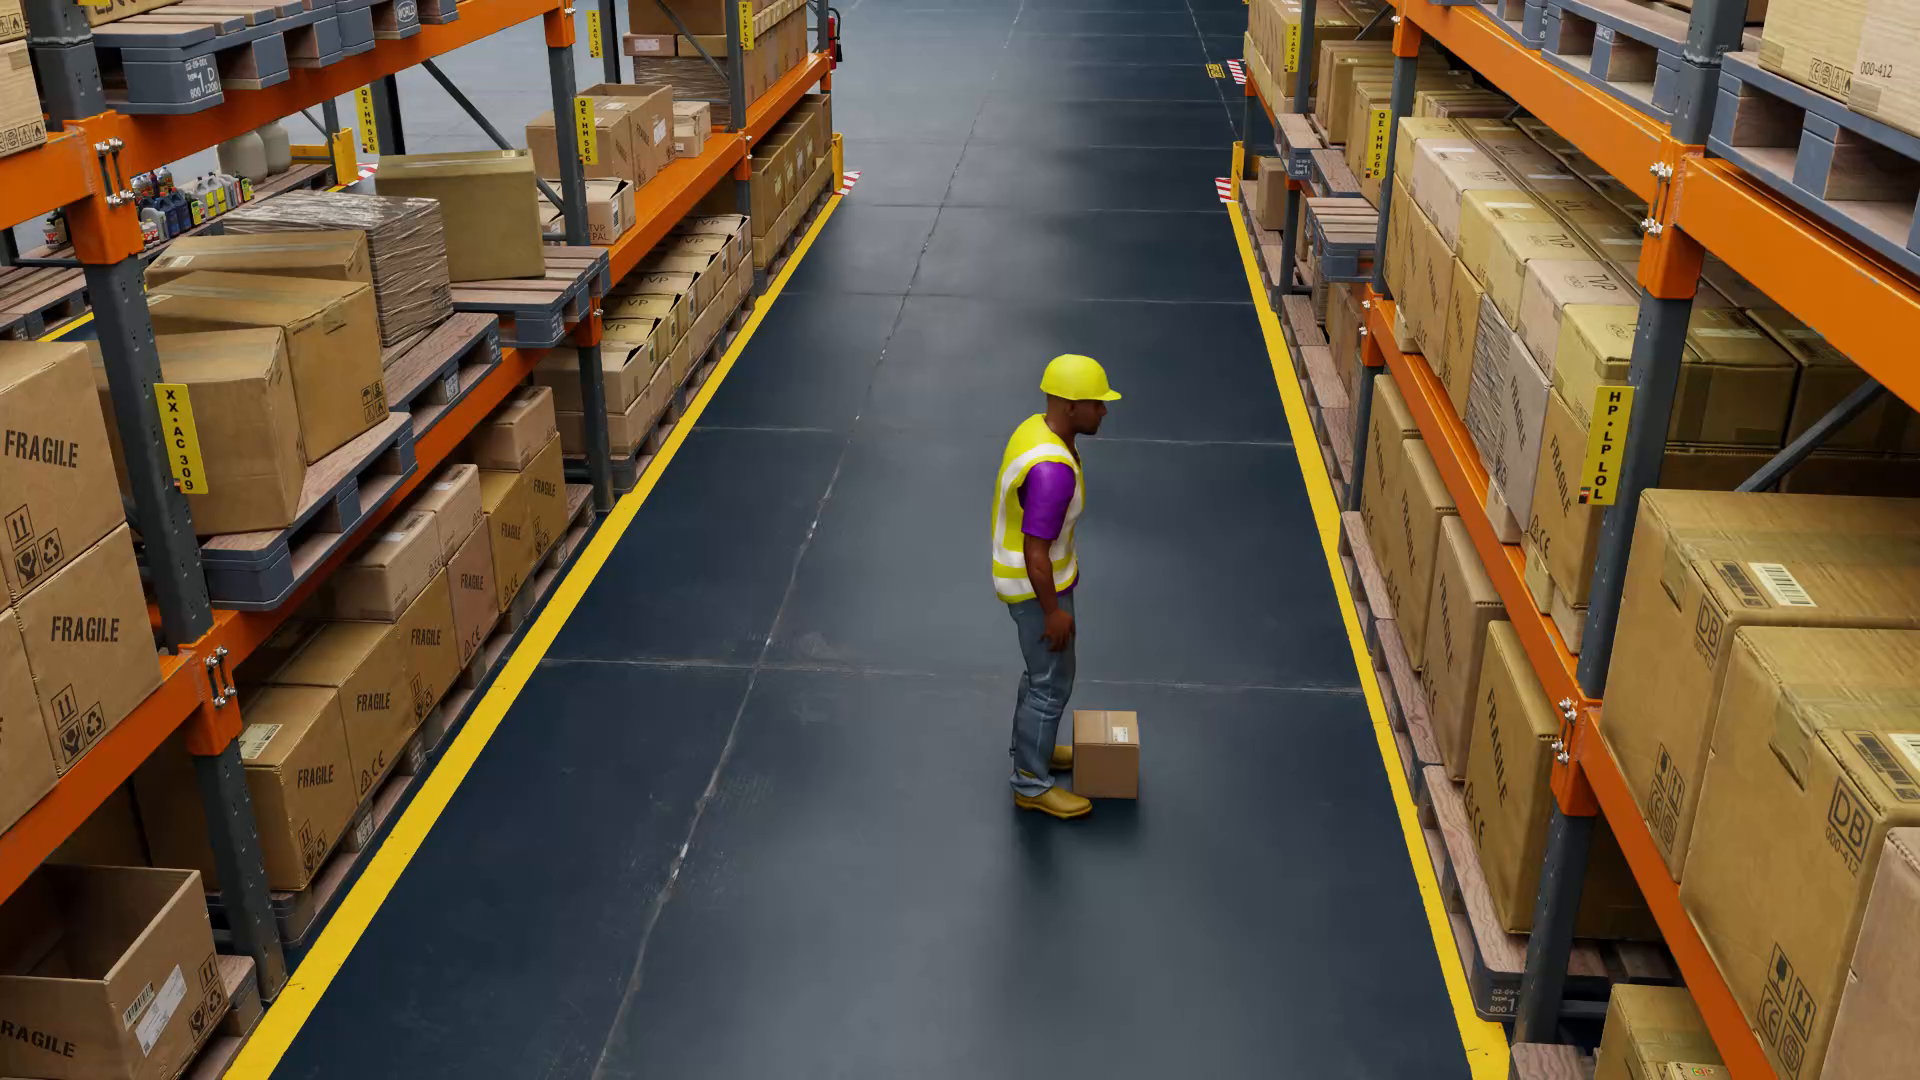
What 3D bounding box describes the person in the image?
[{"bbox_3d":[0.346,0.155,6.240,0.459,1.761,0.626,2,24,4],"label":"person"}]
